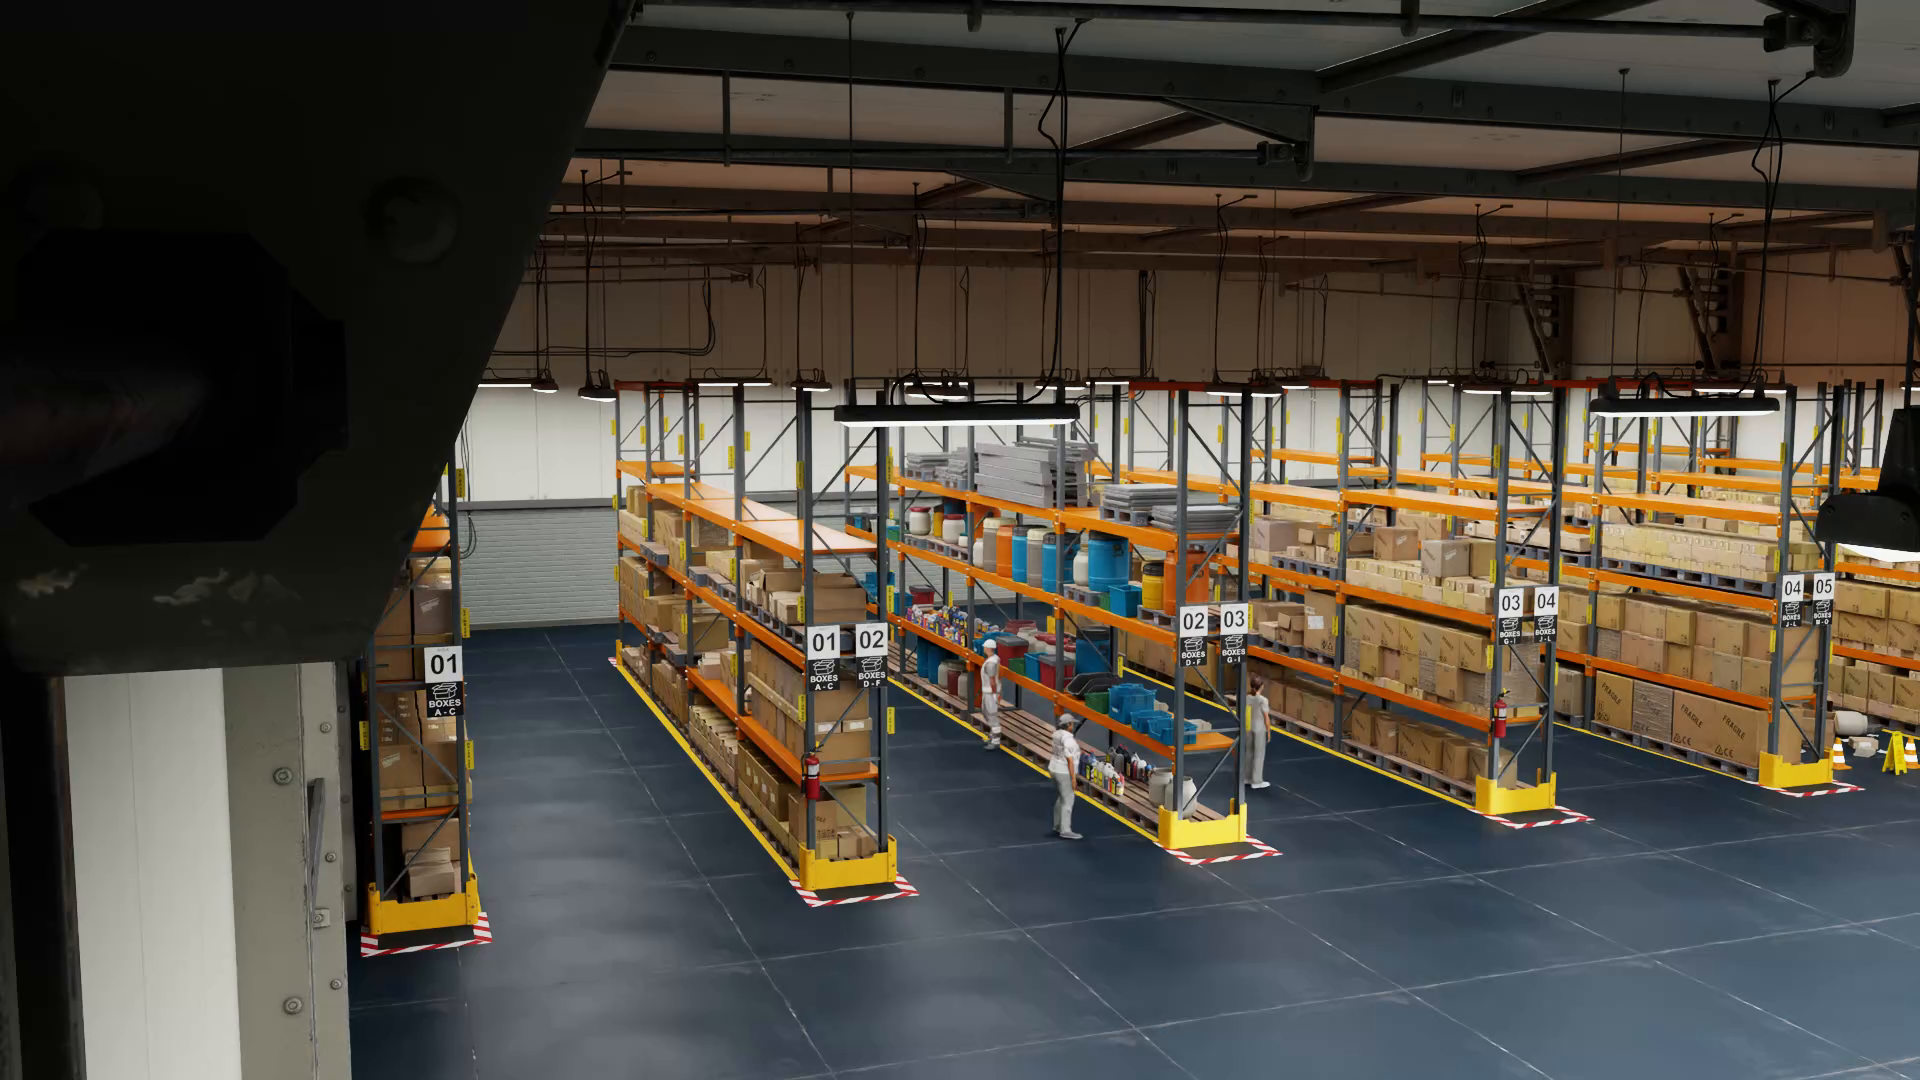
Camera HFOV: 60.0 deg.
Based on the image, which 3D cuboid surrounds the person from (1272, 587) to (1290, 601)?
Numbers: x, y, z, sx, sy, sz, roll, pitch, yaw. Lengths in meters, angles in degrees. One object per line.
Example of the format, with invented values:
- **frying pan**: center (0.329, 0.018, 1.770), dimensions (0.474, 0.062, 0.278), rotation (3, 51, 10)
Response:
- **person**: center (8.341, 0.890, 43.540), dimensions (0.528, 1.650, 0.631), rotation (5, 8, 37)

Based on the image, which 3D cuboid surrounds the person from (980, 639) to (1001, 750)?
- **person**: center (0.511, 2.522, 27.453), dimensions (0.349, 1.792, 0.629), rotation (0, 6, 4)

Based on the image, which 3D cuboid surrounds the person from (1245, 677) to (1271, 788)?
- **person**: center (4.468, 2.902, 24.924), dimensions (0.364, 1.693, 0.515), rotation (-5, 8, -40)

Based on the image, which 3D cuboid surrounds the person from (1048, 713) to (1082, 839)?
- **person**: center (1.414, 3.193, 22.328), dimensions (0.392, 1.753, 0.546), rotation (-2, 6, -19)
